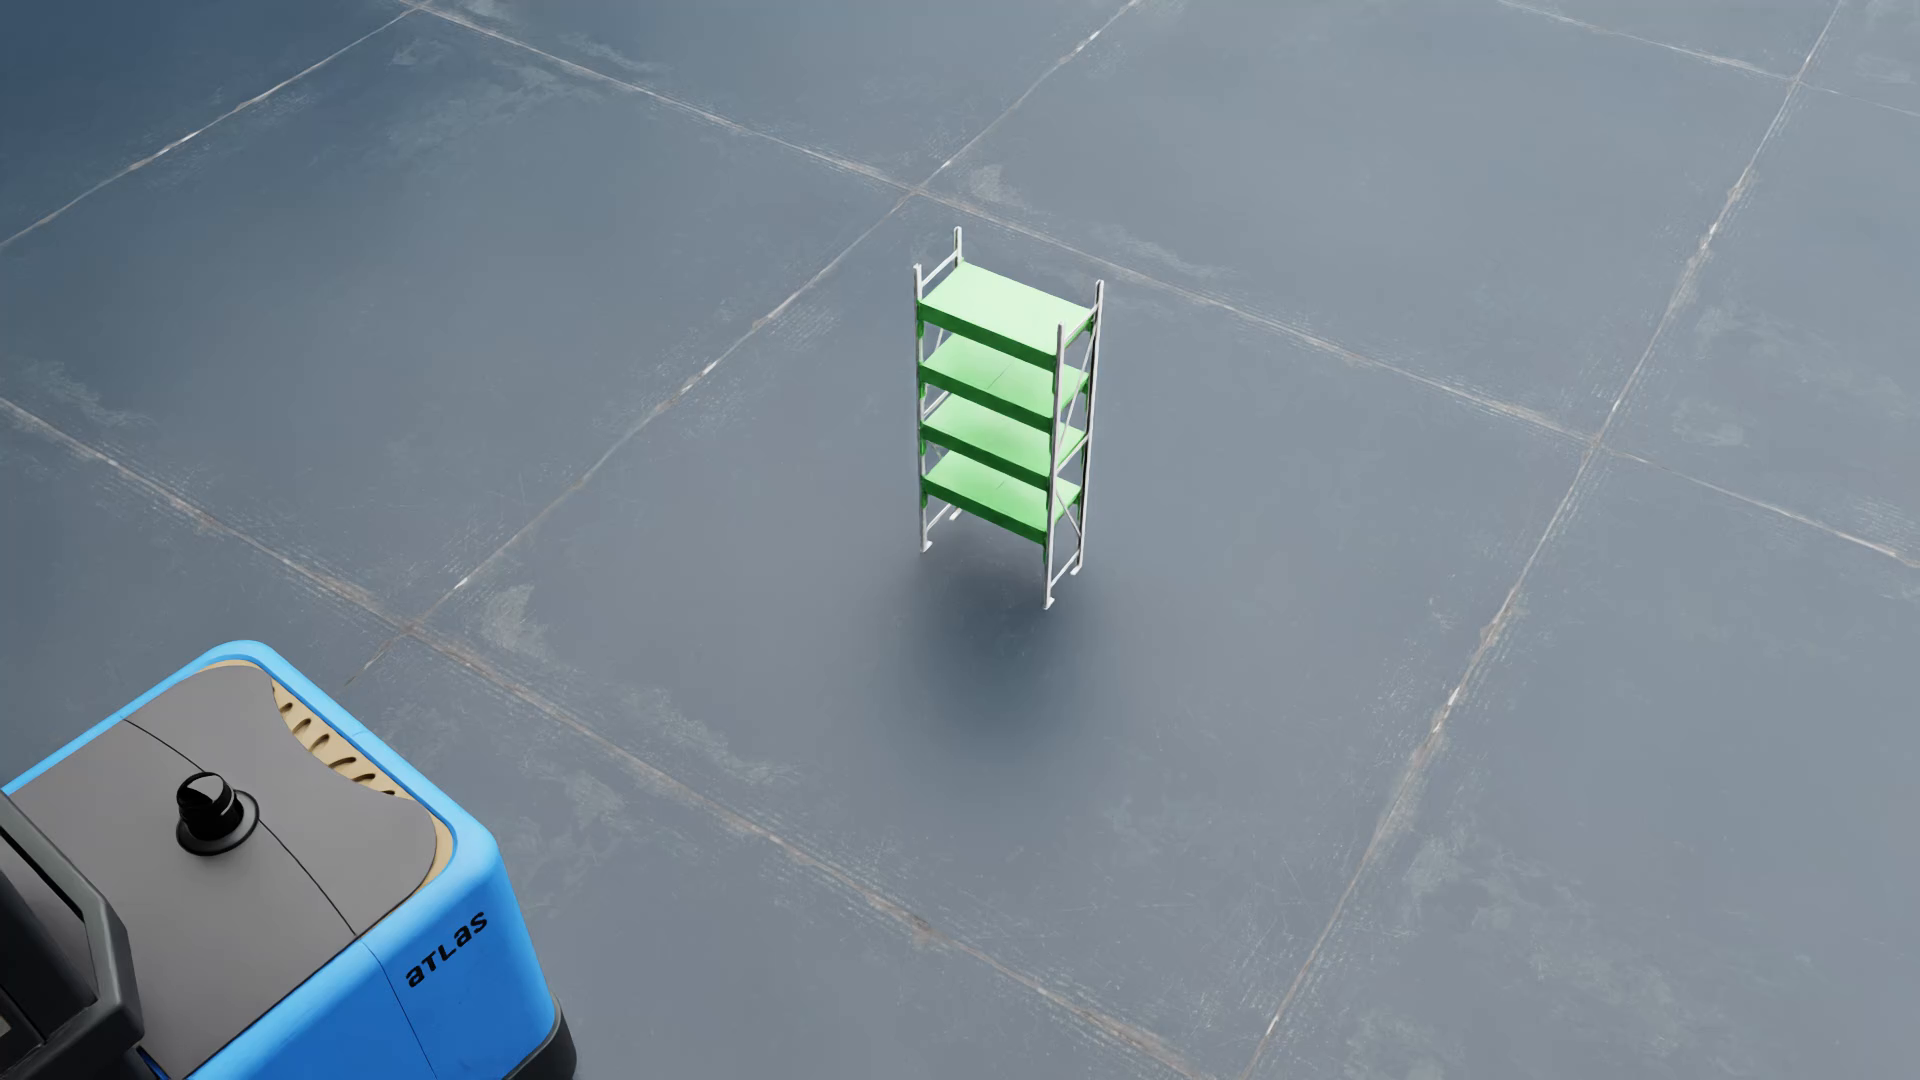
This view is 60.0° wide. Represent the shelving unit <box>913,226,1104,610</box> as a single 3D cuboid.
[{"bbox_3d":[0.139,-0.354,5.257,0.503,1.200,0.258,25,51,22],"label":"shelving unit"}]

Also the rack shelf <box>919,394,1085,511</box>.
[{"bbox_3d":[0.139,-0.310,5.303,0.480,0.148,0.258,25,51,22],"label":"rack shelf"}]

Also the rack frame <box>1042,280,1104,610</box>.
[{"bbox_3d":[0.345,-0.260,5.166,0.015,1.200,0.240,25,51,22],"label":"rack frame"}]

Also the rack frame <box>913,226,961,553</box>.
[{"bbox_3d":[-0.066,-0.449,5.349,0.015,1.200,0.240,25,51,22],"label":"rack frame"}]

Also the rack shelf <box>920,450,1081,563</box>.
[{"bbox_3d":[0.139,-0.142,5.475,0.480,0.148,0.258,25,51,22],"label":"rack shelf"}]

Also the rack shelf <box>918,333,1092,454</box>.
[{"bbox_3d":[0.139,-0.477,5.131,0.480,0.148,0.258,25,51,22],"label":"rack shelf"}]

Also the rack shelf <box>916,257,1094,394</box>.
[{"bbox_3d":[0.139,-0.644,4.959,0.480,0.148,0.258,25,51,22],"label":"rack shelf"}]

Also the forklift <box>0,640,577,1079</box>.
[{"bbox_3d":[-2.327,0.977,2.757,1.130,2.935,3.031,31,53,27],"label":"forklift"}]
